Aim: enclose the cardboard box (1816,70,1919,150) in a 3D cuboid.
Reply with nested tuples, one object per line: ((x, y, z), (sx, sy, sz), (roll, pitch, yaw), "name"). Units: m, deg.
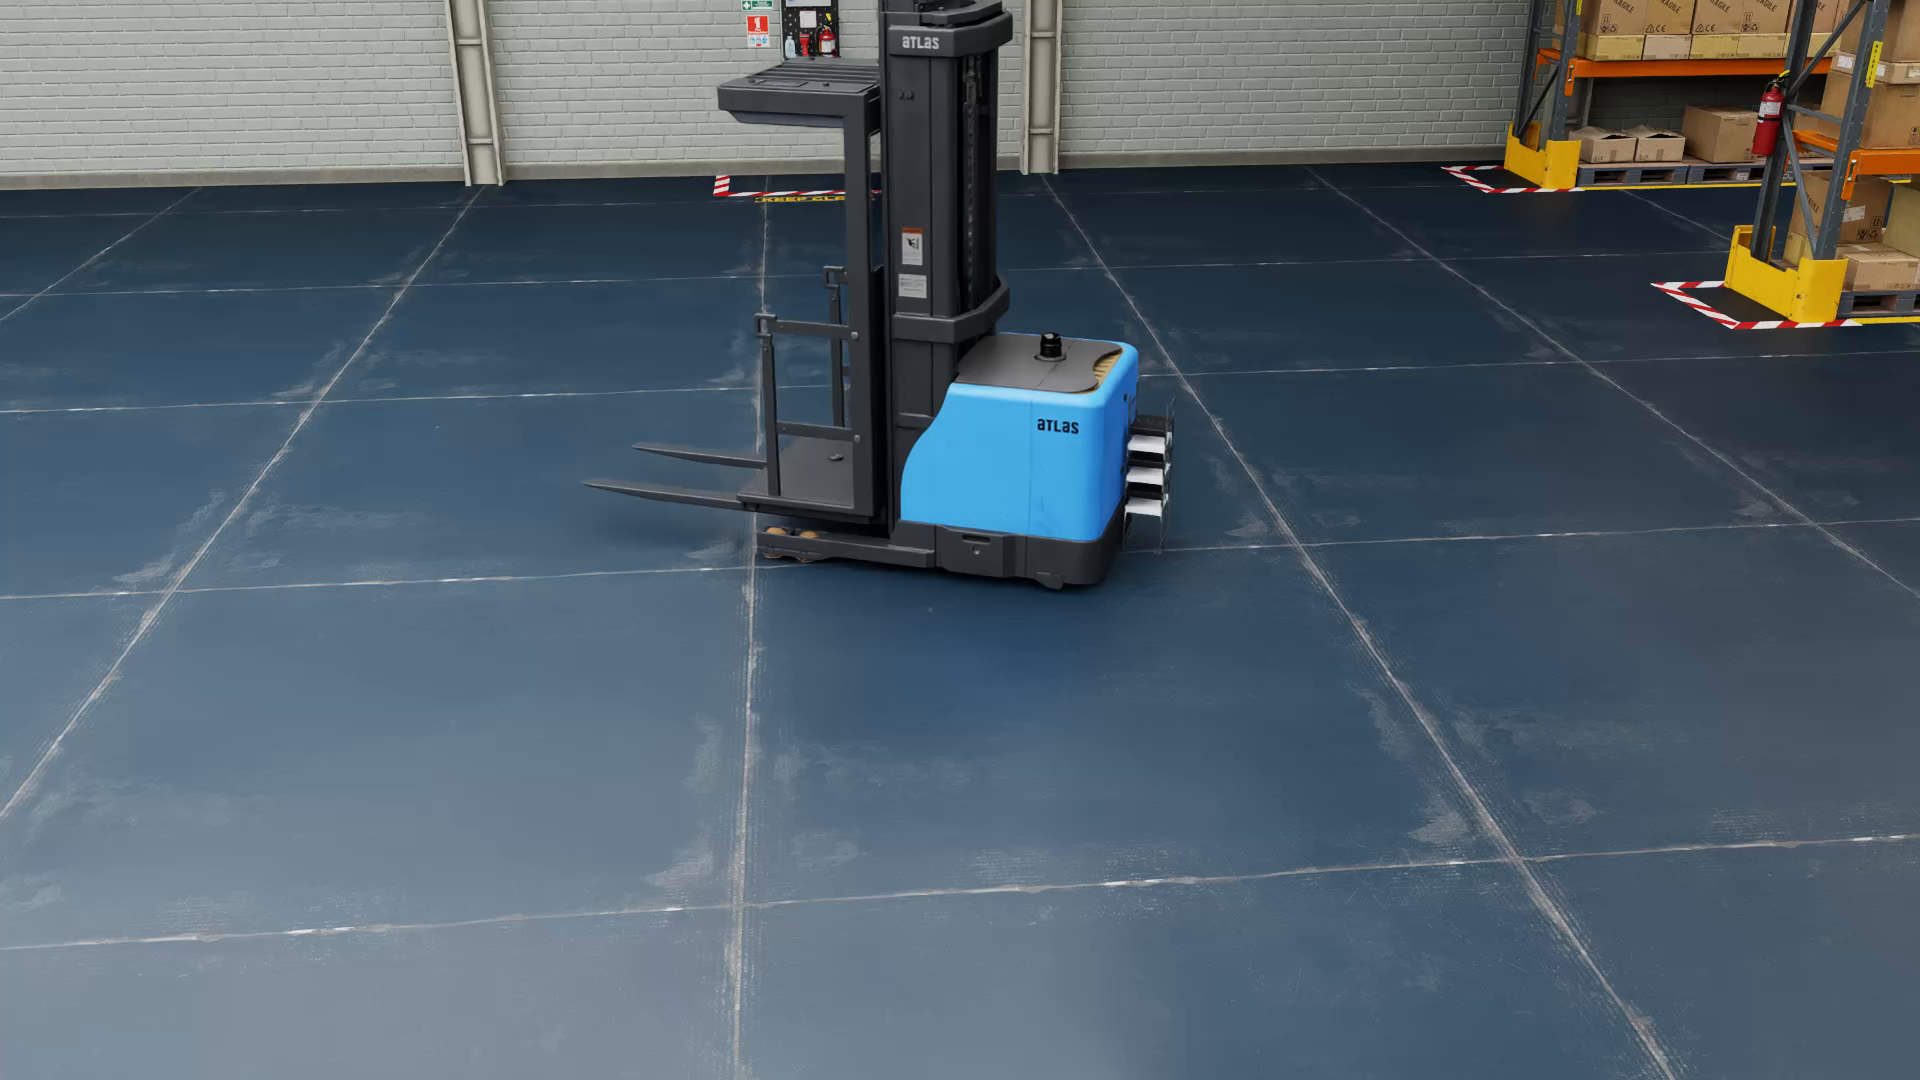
((7.191, -3.379, 13.036), (0.500, 0.500, 0.700), (-2, 24, -5), "cardboard box")

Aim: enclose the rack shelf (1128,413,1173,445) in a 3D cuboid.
((1.023, -0.599, 8.906), (0.200, 0.077, 0.258), (7, 25, 15), "rack shelf")

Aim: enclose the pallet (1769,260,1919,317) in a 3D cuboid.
((7.482, -2.093, 13.699), (1.213, 0.211, 1.003), (-2, 24, -5), "pallet")

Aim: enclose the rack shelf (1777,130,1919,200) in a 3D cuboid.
((8.715, -3.071, 13.352), (4.000, 0.370, 1.077), (-2, 24, -5), "rack shelf")

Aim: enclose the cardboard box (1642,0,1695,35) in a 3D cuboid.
((7.232, -5.519, 17.210), (0.500, 0.500, 0.500), (-2, 24, -5), "cardboard box")

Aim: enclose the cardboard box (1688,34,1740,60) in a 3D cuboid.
((7.774, -5.198, 17.412), (0.500, 0.250, 0.500), (-3, 24, -6), "cardboard box")

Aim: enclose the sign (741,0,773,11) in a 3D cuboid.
((-2.143, -5.652, 17.575), (0.331, 0.109, 0.001), (-2, 24, -5), "sign")

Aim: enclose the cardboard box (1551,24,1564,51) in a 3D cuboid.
((6.680, -5.360, 17.775), (0.500, 0.250, 0.500), (-2, 24, -4), "cardboard box")

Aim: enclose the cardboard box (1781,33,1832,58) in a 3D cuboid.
((8.778, -5.238, 17.502), (0.500, 0.250, 0.500), (-2, 24, -5), "cardboard box")

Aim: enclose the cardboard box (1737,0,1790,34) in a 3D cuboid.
((8.259, -5.562, 17.307), (0.500, 0.500, 0.500), (-2, 24, -3), "cardboard box")

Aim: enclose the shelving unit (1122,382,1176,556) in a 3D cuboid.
((1.023, -0.382, 9.002), (0.210, 0.900, 0.258), (7, 25, 15), "shelving unit")

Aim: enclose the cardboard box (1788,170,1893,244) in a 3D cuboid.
((7.229, -2.740, 13.666), (0.500, 0.500, 0.500), (-2, 24, -5), "cardboard box")

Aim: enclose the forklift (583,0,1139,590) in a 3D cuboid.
((-0.597, -1.412, 8.818), (3.031, 2.935, 1.130), (7, 25, 15), "forklift")

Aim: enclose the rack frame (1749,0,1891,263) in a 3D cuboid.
((6.725, -3.320, 13.026), (0.127, 3.000, 1.000), (-2, 24, -5), "rack frame")

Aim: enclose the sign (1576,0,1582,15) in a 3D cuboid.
((6.288, -5.498, 16.861), (0.005, 0.325, 0.100), (-2, 24, -5), "sign")

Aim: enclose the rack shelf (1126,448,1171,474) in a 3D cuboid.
((1.023, -0.434, 8.979), (0.200, 0.077, 0.258), (7, 25, 15), "rack shelf")

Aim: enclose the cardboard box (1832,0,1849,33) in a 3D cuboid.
((9.279, -5.599, 17.390), (0.500, 0.500, 0.500), (-2, 24, -5), "cardboard box")

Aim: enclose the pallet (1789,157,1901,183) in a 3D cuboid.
((9.550, -4.166, 18.364), (1.213, 0.211, 1.003), (-2, 24, -5), "pallet")

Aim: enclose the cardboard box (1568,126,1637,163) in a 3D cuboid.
((6.932, -4.286, 17.968), (0.500, 0.311, 0.500), (-5, 24, -11), "cardboard box")

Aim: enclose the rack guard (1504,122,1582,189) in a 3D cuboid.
((6.310, -4.183, 18.045), (0.348, 0.500, 1.175), (-2, 24, -5), "rack guard")

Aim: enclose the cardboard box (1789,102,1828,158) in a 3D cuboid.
((9.186, -4.483, 18.179), (0.500, 0.500, 0.500), (-4, 24, -9), "cardboard box")

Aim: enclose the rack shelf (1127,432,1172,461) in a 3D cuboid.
((1.023, -0.516, 8.943), (0.200, 0.077, 0.258), (7, 25, 15), "rack shelf")

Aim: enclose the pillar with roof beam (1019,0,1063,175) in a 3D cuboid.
((1.298, -6.461, 12.708), (0.400, 9.000, 9.100), (-2, 24, -5), "pillar with roof beam")

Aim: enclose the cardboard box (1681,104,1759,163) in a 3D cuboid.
((8.234, -4.404, 18.001), (0.500, 0.500, 0.700), (-4, 24, -8), "cardboard box")

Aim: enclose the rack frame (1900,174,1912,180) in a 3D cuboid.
((10.215, -5.482, 17.890), (0.127, 3.000, 1.000), (-2, 24, -5), "rack frame")

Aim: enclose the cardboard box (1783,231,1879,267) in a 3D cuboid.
((7.229, -2.396, 13.816), (0.500, 0.250, 0.500), (-2, 24, -5), "cardboard box")

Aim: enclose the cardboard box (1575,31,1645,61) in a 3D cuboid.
((6.751, -5.154, 17.312), (0.500, 0.250, 0.500), (-3, 24, -7), "cardboard box")

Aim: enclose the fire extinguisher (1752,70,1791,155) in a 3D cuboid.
((6.562, -3.468, 13.454), (0.183, 0.674, 0.296), (-2, 24, -5), "fire extinguisher")

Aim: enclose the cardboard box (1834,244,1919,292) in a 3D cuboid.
((7.280, -2.187, 13.345), (0.500, 0.250, 0.500), (-2, 24, -5), "cardboard box")

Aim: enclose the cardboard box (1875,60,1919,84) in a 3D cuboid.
((7.136, -3.591, 12.713), (0.250, 0.149, 0.380), (-2, 24, -6), "cardboard box")

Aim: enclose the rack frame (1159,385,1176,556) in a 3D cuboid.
((1.121, -0.370, 8.975), (0.006, 0.900, 0.240), (7, 25, 15), "rack frame")
